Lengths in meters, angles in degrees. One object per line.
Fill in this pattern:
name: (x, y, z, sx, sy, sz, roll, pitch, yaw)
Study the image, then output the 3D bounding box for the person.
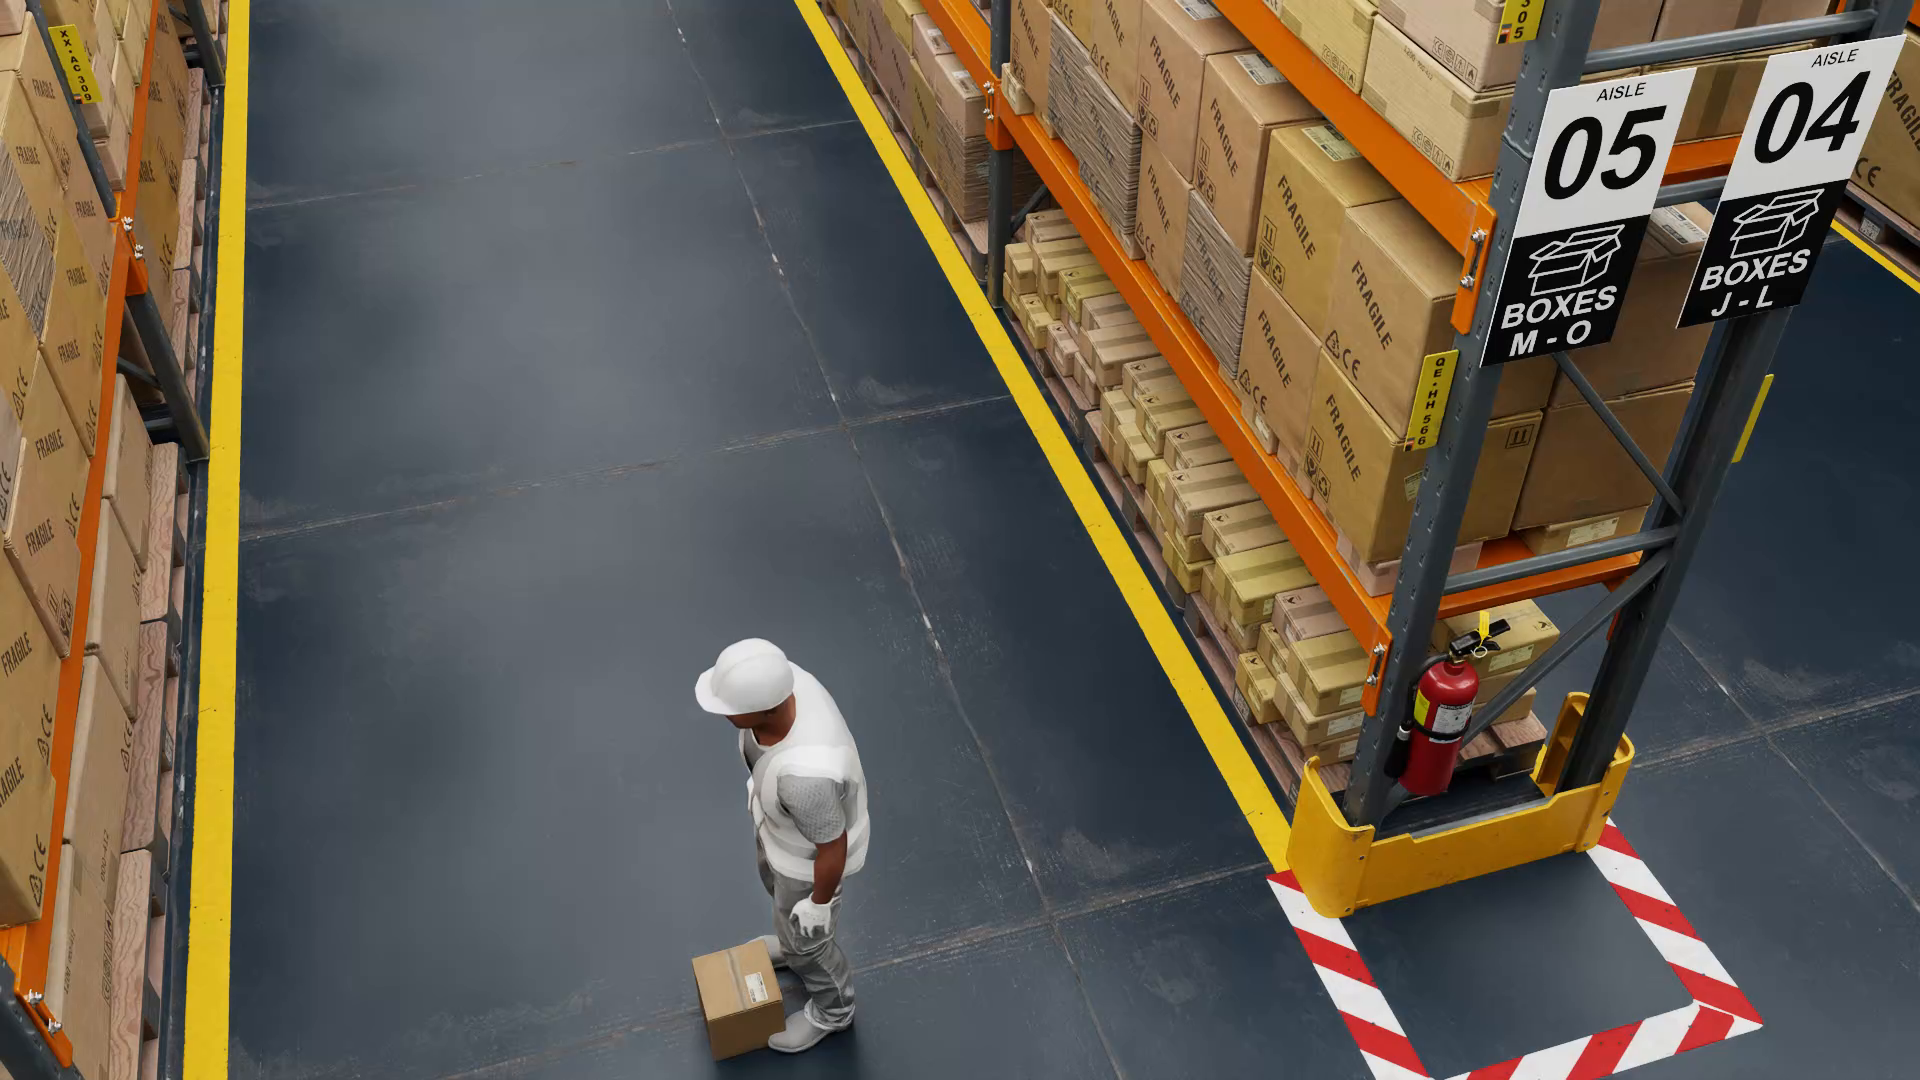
person: (-0.518, 0.921, 5.125, 0.453, 1.772, 0.615, -14, 44, -15)
